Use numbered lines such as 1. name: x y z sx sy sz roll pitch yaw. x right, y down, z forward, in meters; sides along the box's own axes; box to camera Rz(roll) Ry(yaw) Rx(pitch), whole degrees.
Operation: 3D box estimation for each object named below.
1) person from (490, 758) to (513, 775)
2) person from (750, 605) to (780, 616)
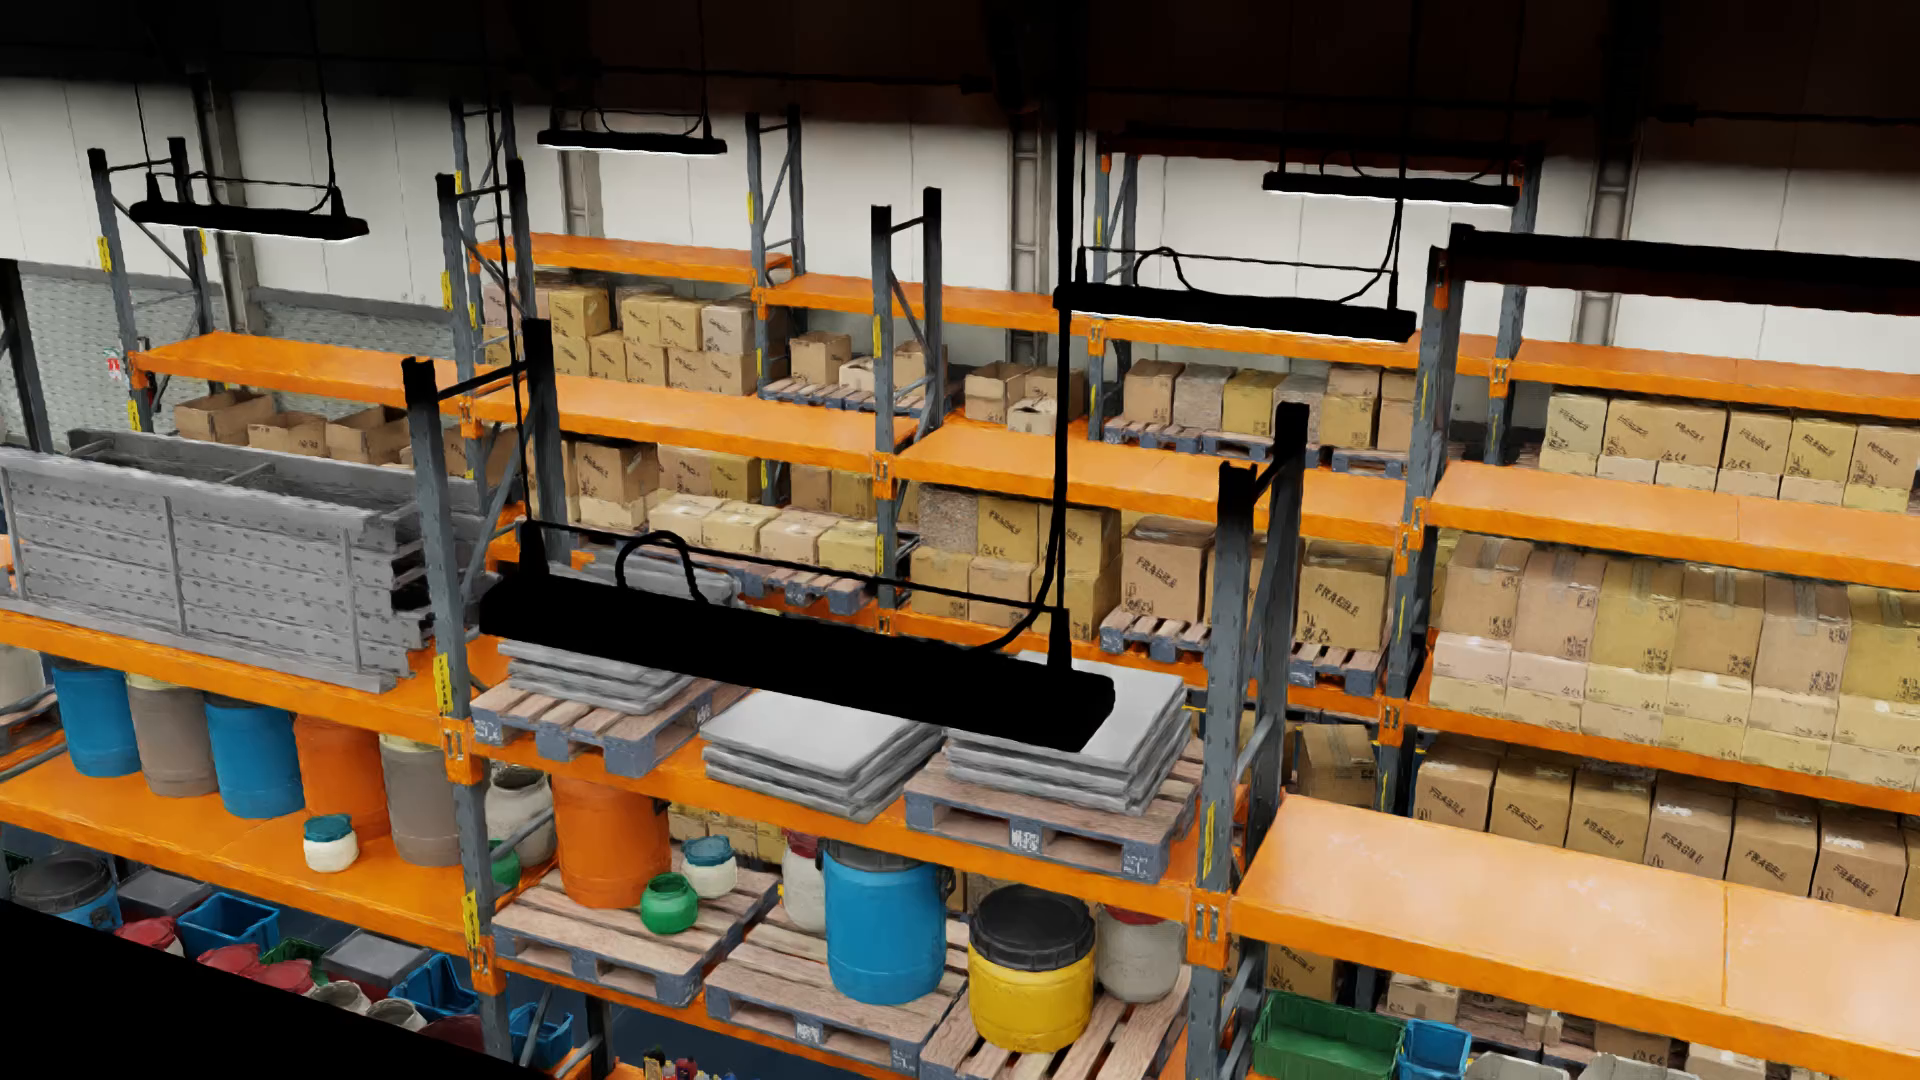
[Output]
1. person: -4.036 2.250 14.283 0.496 1.677 0.432 -3 21 -7
2. person: -2.059 1.027 17.639 1.097 1.585 0.451 8 22 21
